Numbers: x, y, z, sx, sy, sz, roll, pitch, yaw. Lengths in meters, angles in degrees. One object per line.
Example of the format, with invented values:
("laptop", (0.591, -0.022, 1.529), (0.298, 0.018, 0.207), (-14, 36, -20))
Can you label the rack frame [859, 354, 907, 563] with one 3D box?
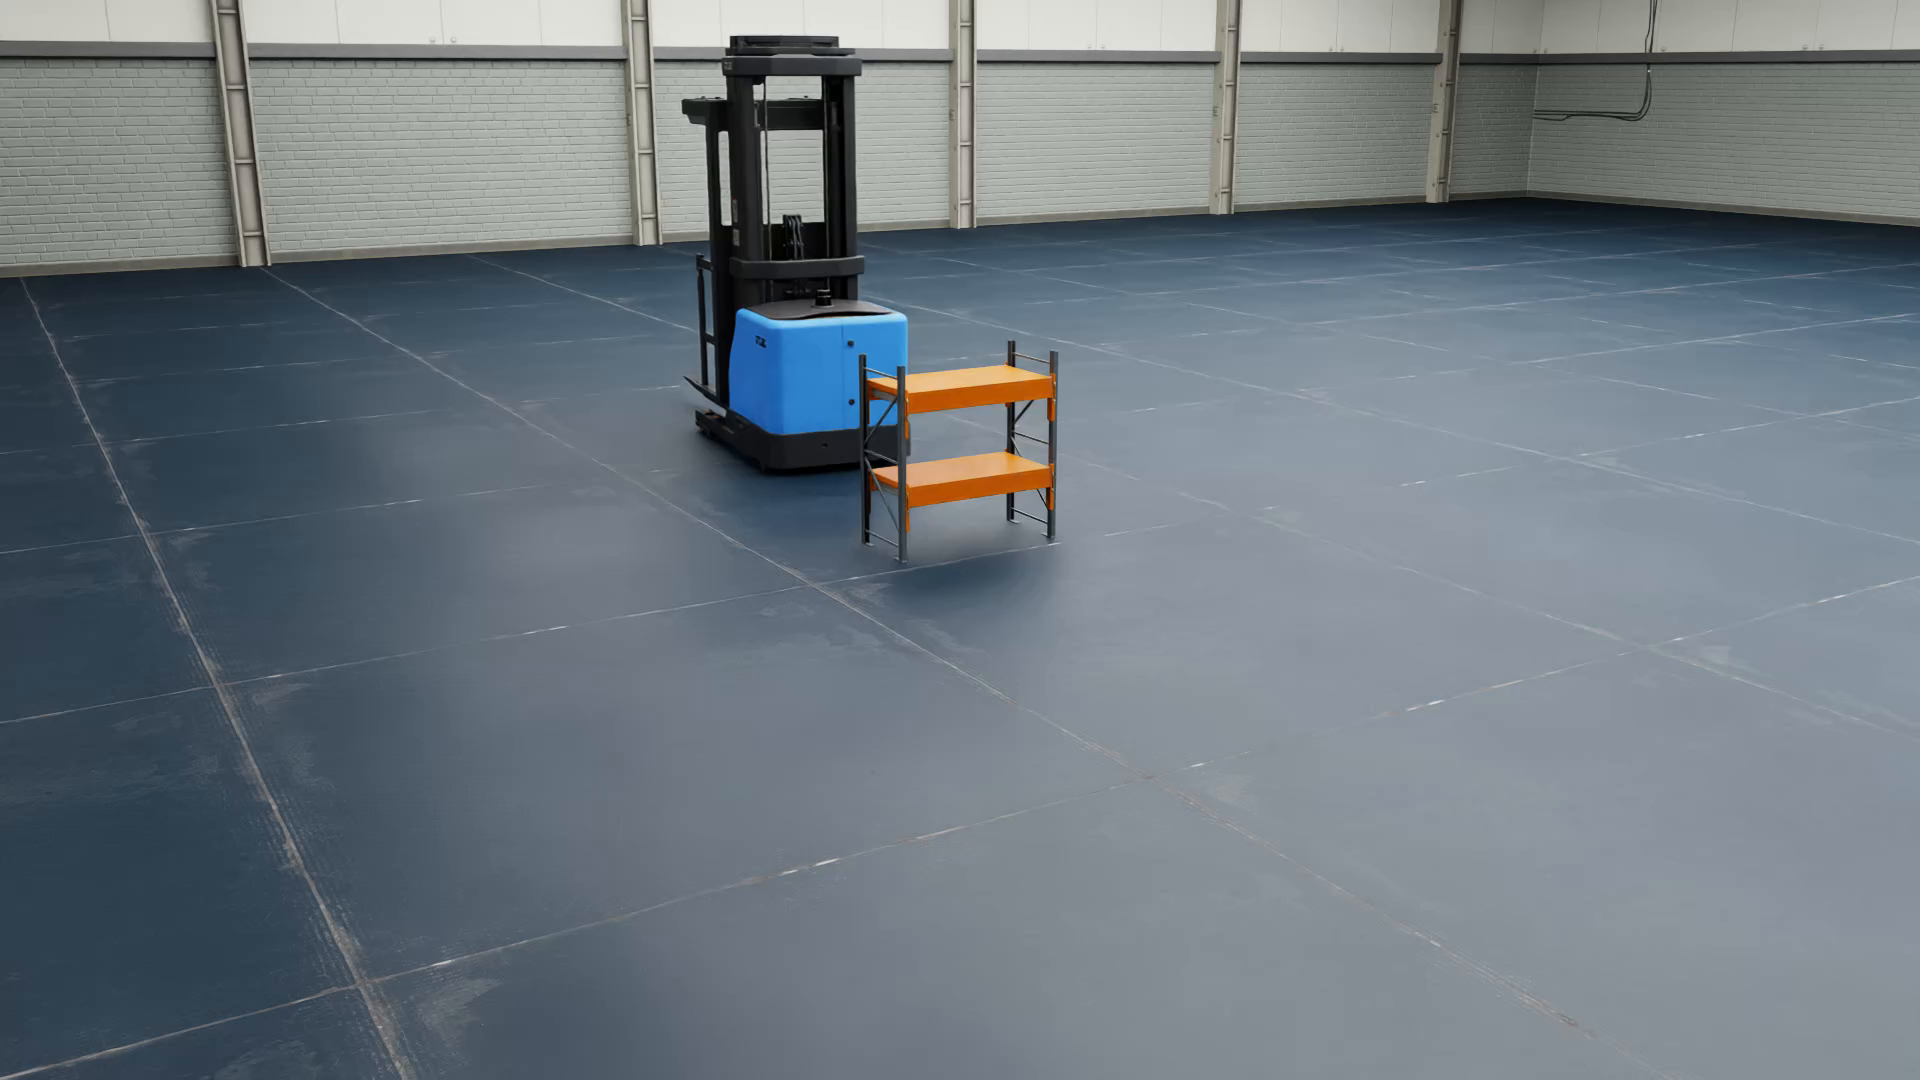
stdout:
("rack frame", (-0.442, -0.470, 9.503), (0.032, 1.125, 0.500), (-9, 18, -30))

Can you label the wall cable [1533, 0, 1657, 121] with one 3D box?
("wall cable", (13.542, -10.270, 35.627), (0.112, 2.526, 3.097), (-9, 18, -30))

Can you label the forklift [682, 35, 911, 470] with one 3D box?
("forklift", (-1.407, -2.248, 12.500), (1.130, 2.935, 3.031), (-7, 17, -23))

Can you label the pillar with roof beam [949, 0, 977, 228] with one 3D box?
("pillar with roof beam", (2.267, -8.997, 25.334), (0.400, 9.000, 9.100), (-9, 18, -30))

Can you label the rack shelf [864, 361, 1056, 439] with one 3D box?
("rack shelf", (-0.006, -0.823, 9.676), (1.000, 0.278, 0.538), (-9, 18, -30))

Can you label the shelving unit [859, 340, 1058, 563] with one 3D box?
("shelving unit", (-0.006, -0.541, 9.755), (1.048, 1.125, 0.538), (-9, 18, -30))

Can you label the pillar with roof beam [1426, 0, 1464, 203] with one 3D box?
("pillar with roof beam", (12.553, -10.665, 31.285), (0.400, 9.000, 9.100), (-9, 18, -30))

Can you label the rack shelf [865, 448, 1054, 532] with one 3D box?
("rack shelf", (-0.006, -0.305, 9.821), (1.000, 0.278, 0.538), (-9, 18, -30))

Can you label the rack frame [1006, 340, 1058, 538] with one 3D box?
("rack frame", (0.430, -0.611, 10.007), (0.032, 1.125, 0.500), (-9, 18, -30))

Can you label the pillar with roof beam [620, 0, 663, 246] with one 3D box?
("pillar with roof beam", (-2.877, -8.163, 22.359), (0.400, 9.000, 9.100), (-9, 18, -30))

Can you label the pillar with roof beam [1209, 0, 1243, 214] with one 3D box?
("pillar with roof beam", (7.410, -9.831, 28.310), (0.400, 9.000, 9.100), (-9, 18, -30))

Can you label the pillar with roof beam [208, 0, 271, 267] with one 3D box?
("pillar with roof beam", (-8.020, -7.329, 19.384), (0.400, 9.000, 9.100), (-9, 18, -30))
